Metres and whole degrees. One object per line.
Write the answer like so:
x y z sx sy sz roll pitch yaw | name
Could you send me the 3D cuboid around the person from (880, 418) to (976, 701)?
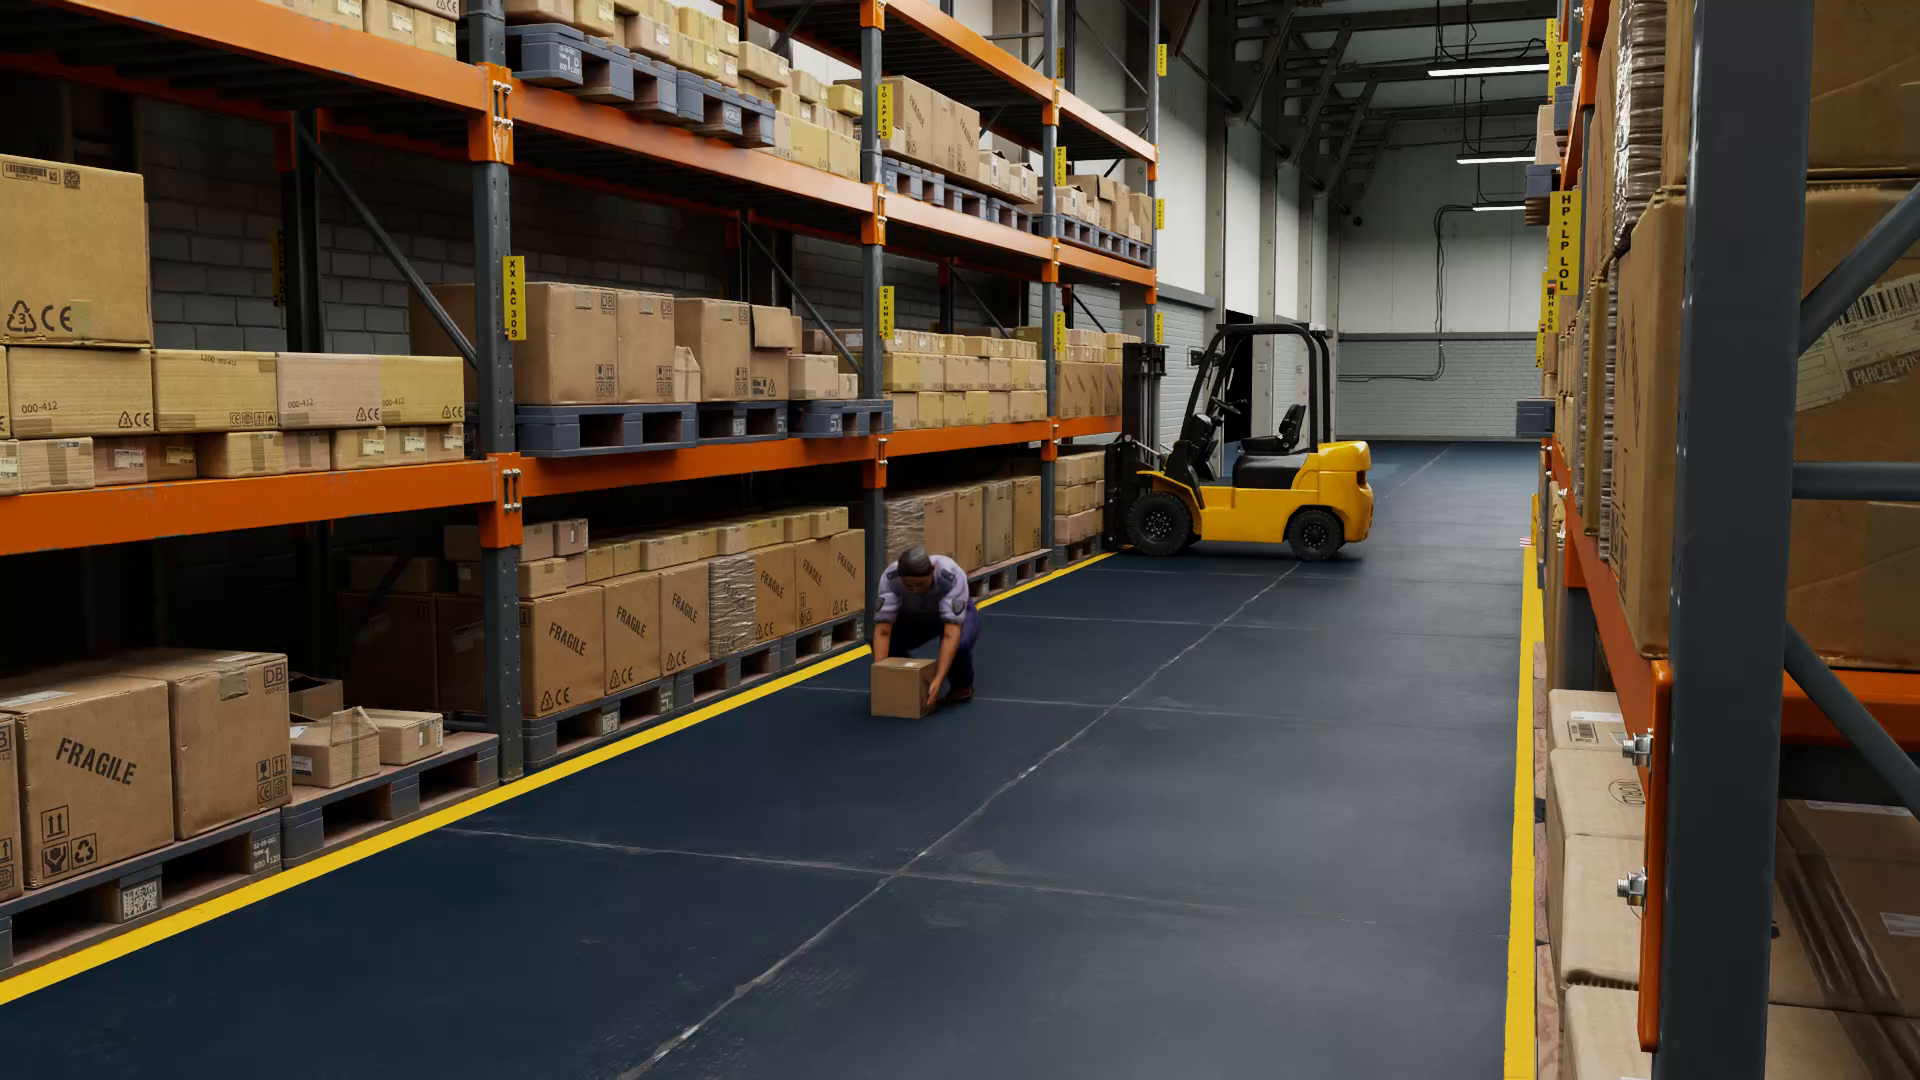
-0.180 0.110 8.369 0.446 1.430 0.731 2 6 17 | person
